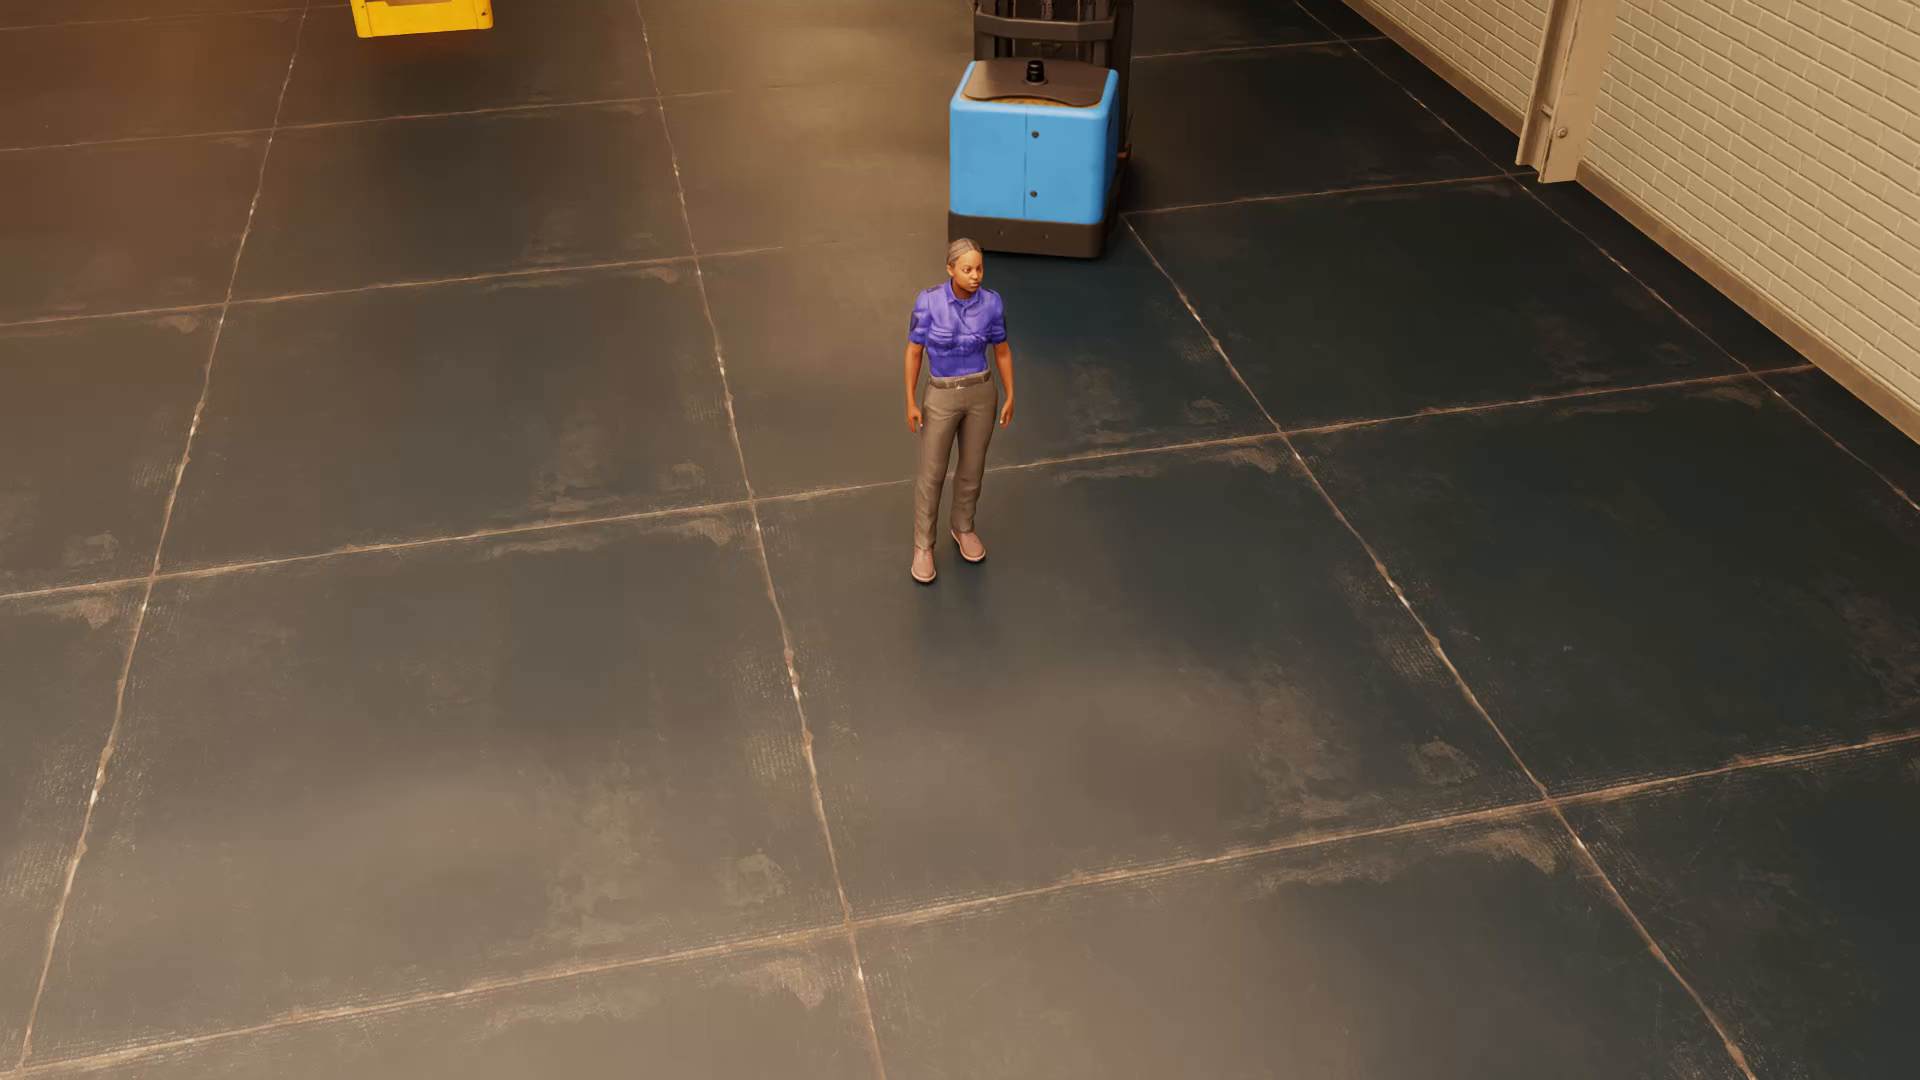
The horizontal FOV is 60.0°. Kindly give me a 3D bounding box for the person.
[{"bbox_3d":[0.000,-0.625,7.999,0.569,1.654,0.504,-8,36,-11],"label":"person"}]

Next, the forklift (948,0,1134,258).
[{"bbox_3d":[0.680,-3.915,11.491,1.130,2.935,3.031,6,36,8],"label":"forklift"}]
